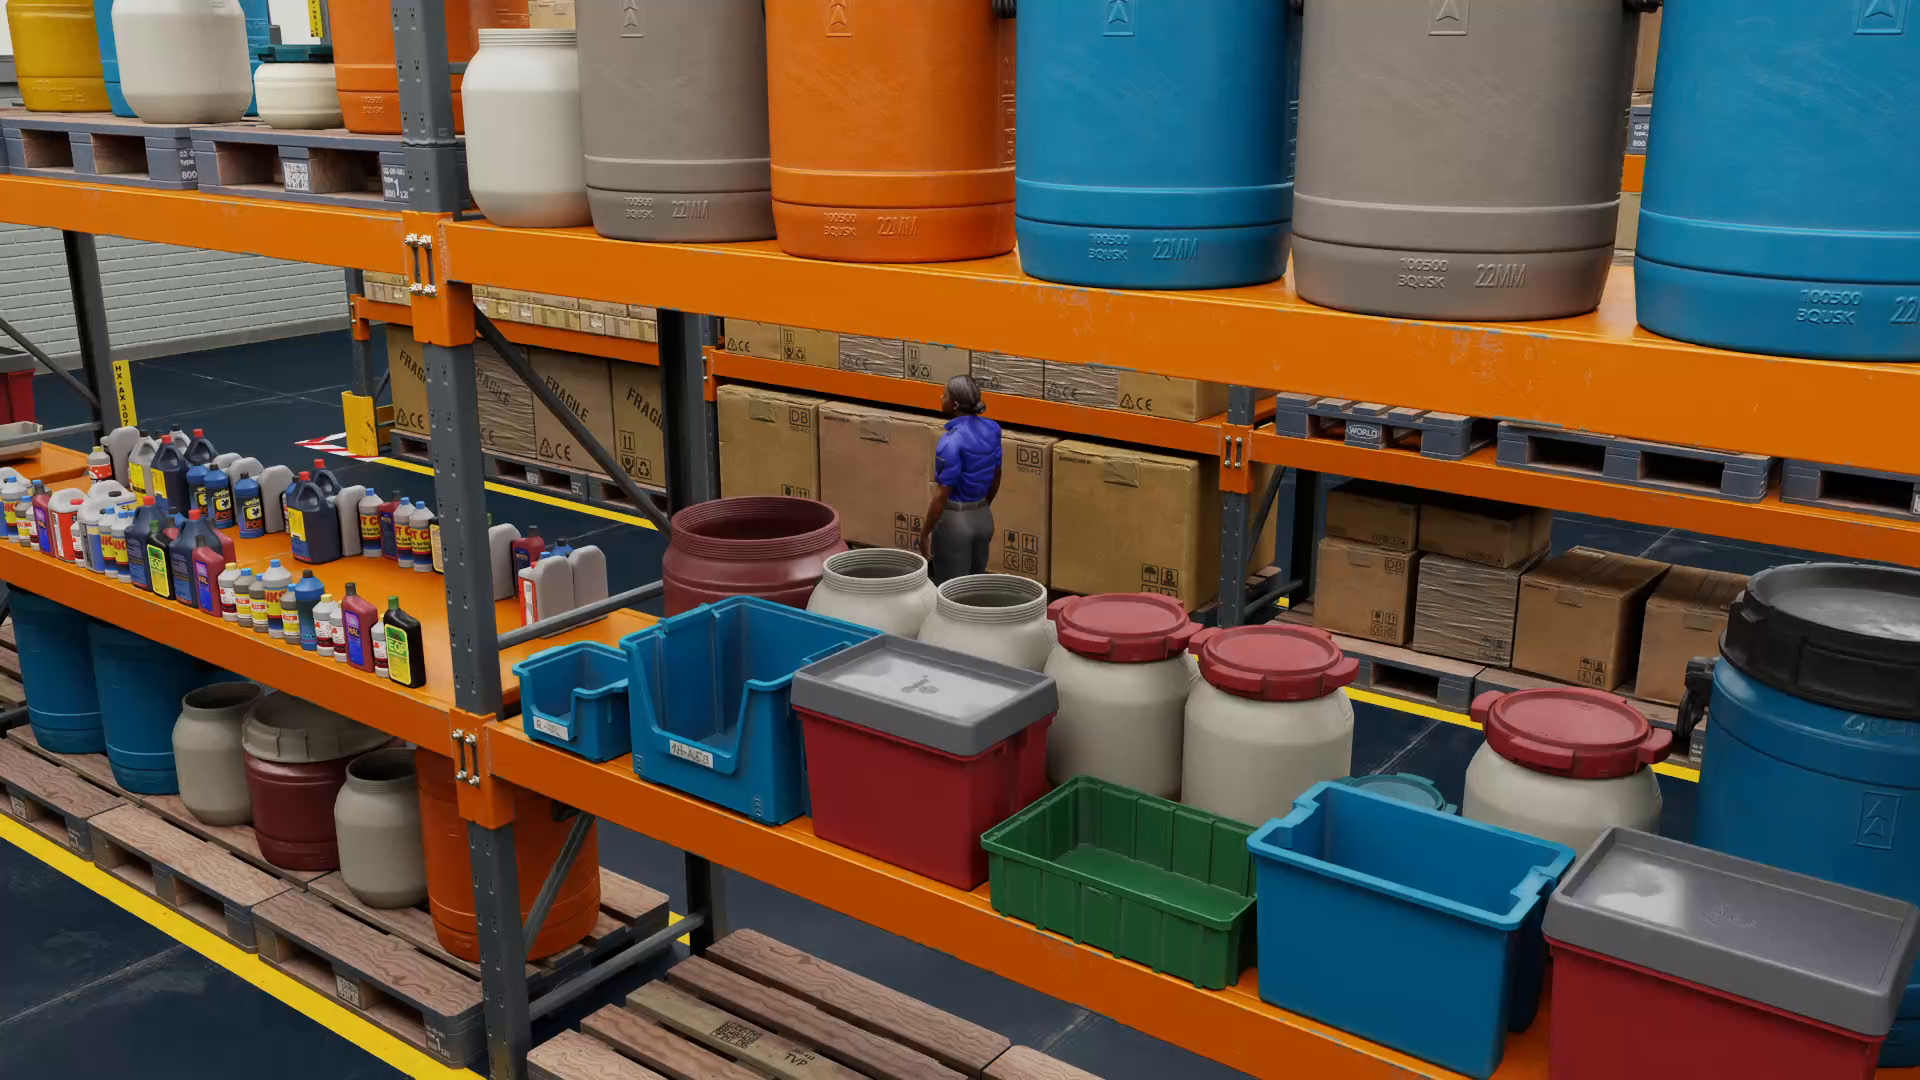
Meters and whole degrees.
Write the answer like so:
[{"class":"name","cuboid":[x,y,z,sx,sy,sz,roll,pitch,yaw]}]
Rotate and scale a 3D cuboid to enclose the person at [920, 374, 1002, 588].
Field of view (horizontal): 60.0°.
[{"class":"person","cuboid":[-0.041,-0.085,8.803,0.504,1.654,0.548,13,21,37]}]
